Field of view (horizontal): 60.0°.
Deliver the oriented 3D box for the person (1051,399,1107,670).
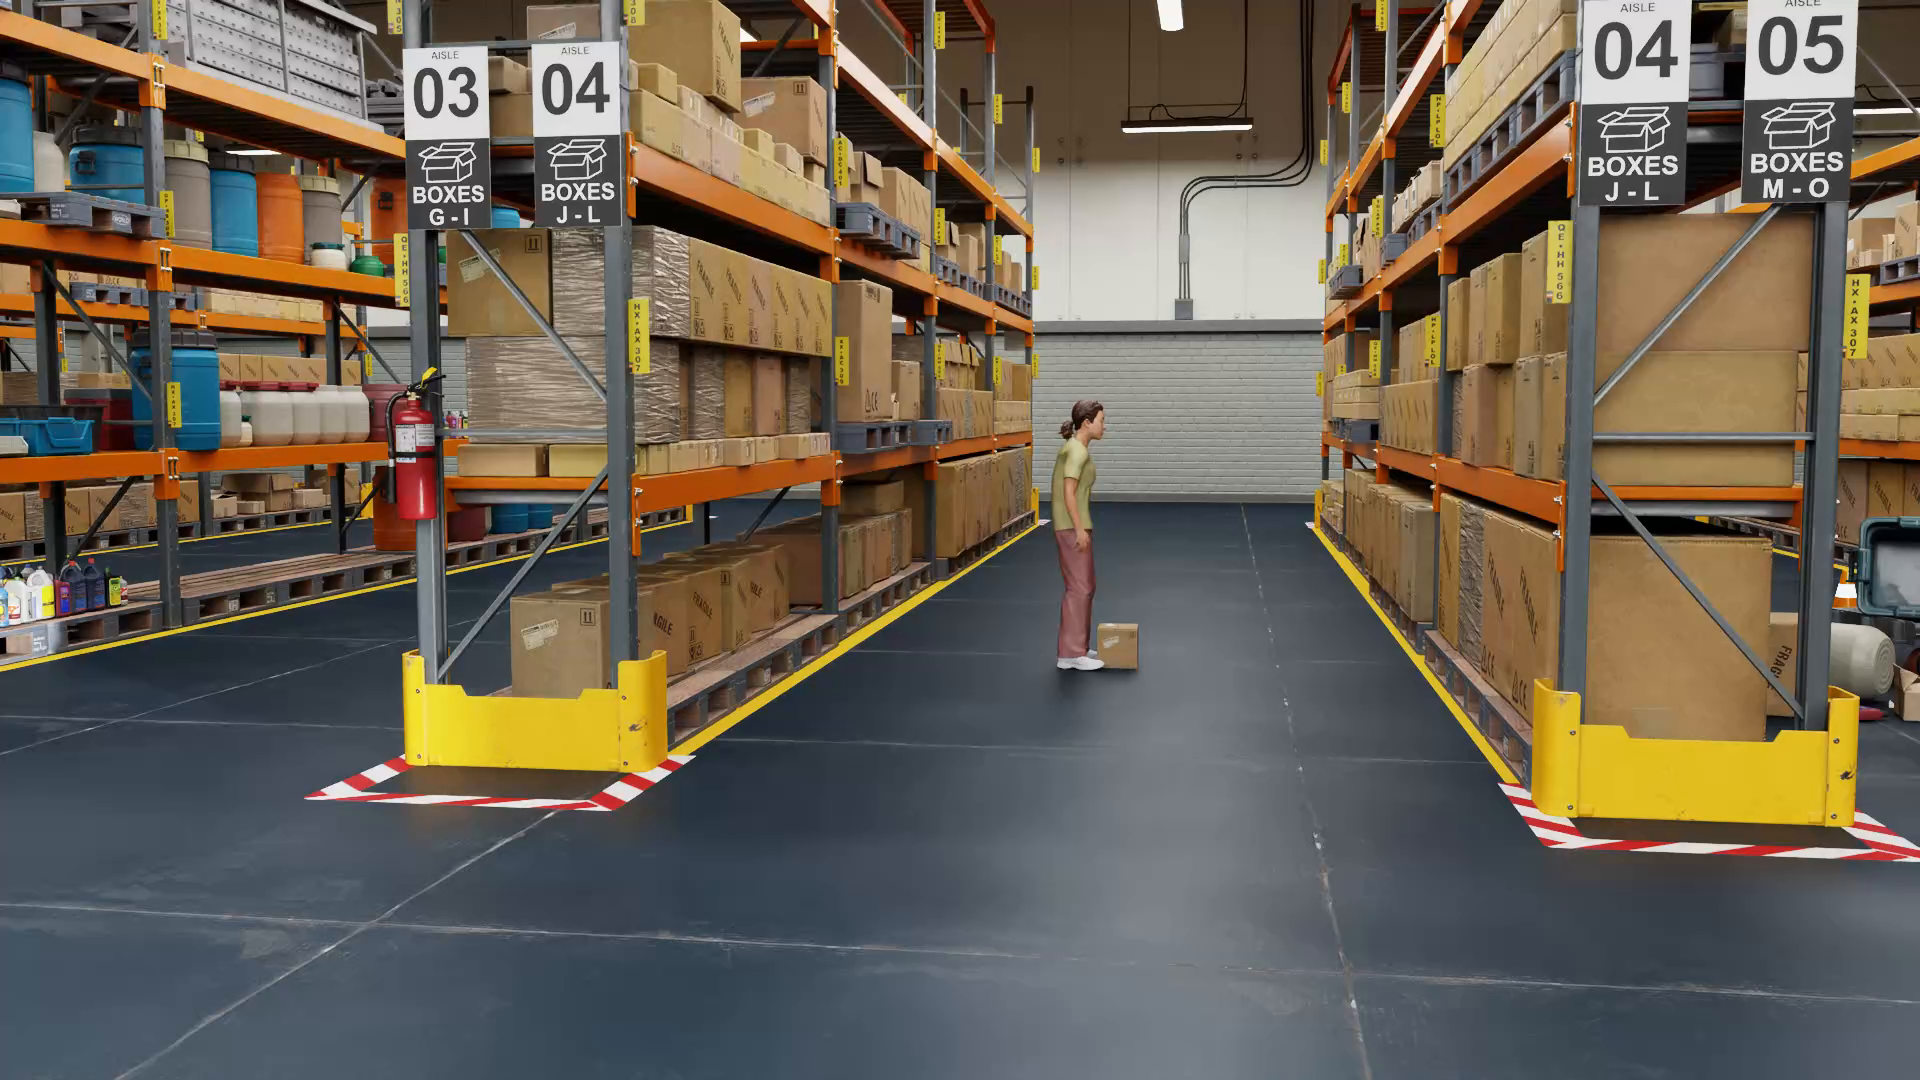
[{"bbox_3d":[0.751,-0.046,10.440,0.357,1.673,0.519,0,5,6],"label":"person"}]
